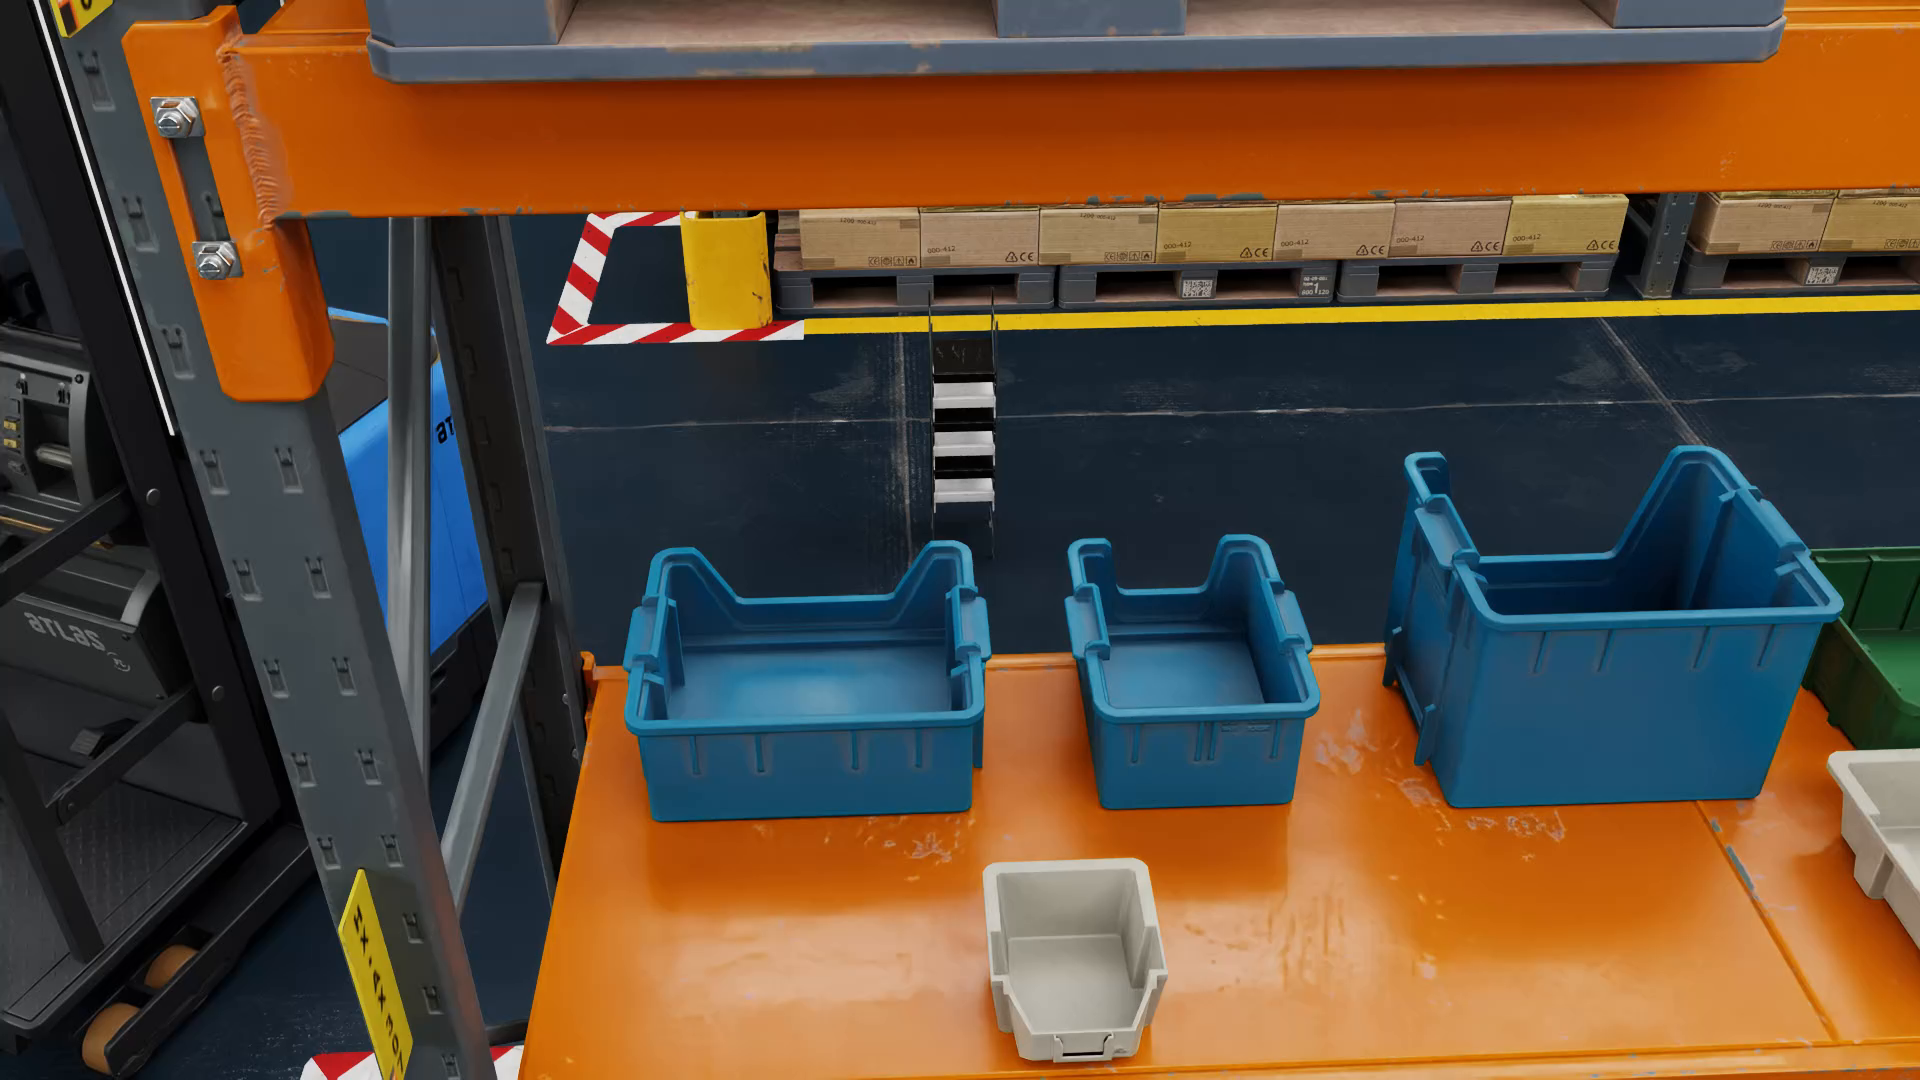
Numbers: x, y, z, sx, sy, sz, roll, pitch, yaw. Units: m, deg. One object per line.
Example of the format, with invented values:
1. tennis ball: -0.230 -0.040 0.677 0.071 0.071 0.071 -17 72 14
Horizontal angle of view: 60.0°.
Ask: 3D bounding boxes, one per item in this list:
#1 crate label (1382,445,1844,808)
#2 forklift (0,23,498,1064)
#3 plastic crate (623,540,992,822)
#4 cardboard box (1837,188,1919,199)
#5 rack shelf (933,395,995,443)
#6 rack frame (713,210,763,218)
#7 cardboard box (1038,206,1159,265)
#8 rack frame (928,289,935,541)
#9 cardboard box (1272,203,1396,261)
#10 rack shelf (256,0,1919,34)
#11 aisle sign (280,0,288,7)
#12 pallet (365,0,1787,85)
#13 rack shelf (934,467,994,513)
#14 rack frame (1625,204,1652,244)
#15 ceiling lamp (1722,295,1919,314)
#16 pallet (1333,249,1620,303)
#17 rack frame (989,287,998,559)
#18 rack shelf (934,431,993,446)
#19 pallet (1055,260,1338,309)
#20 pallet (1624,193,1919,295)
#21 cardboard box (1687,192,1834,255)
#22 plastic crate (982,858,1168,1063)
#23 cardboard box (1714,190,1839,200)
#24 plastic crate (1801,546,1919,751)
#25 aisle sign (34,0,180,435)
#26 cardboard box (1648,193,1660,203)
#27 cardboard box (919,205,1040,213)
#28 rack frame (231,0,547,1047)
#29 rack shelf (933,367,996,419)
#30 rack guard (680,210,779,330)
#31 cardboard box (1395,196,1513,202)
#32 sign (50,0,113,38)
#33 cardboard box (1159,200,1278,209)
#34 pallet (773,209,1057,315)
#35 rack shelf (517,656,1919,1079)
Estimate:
1. crate label: 1.081 0.141 2.879 0.616 0.435 0.502 -2 35 -2
2. forklift: -2.313 -0.246 3.530 1.130 2.935 3.031 13 37 17
3. plastic crate: -0.258 0.237 2.902 0.616 0.251 0.499 -2 35 -2
4. cardboard box: 3.945 -1.717 7.149 0.500 0.311 0.500 -2 35 -3
5. rack shelf: 0.008 -0.417 5.462 0.200 0.077 0.258 -2 35 -2
6. rack frame: -0.975 -2.456 6.664 0.127 3.000 1.000 -2 35 -2
7. cardboard box: 0.570 -1.415 7.206 0.500 0.250 0.500 -2 35 -2
8. rack frame: -0.093 -0.368 5.490 0.006 0.900 0.240 -2 35 -2
9. cardboard box: 1.569 -1.440 7.242 0.500 0.250 0.500 -2 35 -2
10. rack shelf: 1.254 -0.713 1.968 3.809 0.124 0.919 -2 35 -2
11. aisle sign: -0.830 -0.877 2.096 0.004 0.787 0.394 -2 35 -2
12. pallet: 0.087 -0.763 1.747 1.213 0.211 1.003 -2 35 -2
13. rack shelf: 0.008 -0.195 5.616 0.200 0.077 0.258 -2 35 -2
14. rack frame: 3.020 -2.566 6.822 0.053 2.616 0.949 -2 35 -2
15. ceiling lamp: 5.331 -1.069 7.294 4.000 0.001 0.159 -2 35 -2
16. pallet: 2.224 -1.420 7.616 1.213 0.211 1.003 -2 35 -2
17. rack frame: 0.110 -0.373 5.498 0.006 0.900 0.240 -2 35 -2
18. rack shelf: 0.008 -0.360 5.502 0.190 0.026 0.221 -2 35 -2
19. pallet: 1.003 -1.385 7.566 1.213 0.211 1.003 -2 35 -2
20. pallet: 3.755 -1.460 7.674 1.213 0.211 1.003 -2 35 -2
21. cardboard box: 3.435 -1.476 7.294 0.500 0.250 0.500 -2 35 -3
22. plastic crate: 0.165 0.627 2.440 0.250 0.136 0.298 -2 35 -2
23. cardboard box: 3.445 -1.706 7.134 0.500 0.311 0.500 -1 35 -2
24. plastic crate: 1.882 0.215 2.990 0.662 0.188 0.450 -2 35 -2
25. aisle sign: -0.802 -0.541 1.612 0.004 0.787 0.394 -2 35 -2
26. cardboard box: 3.421 -1.782 7.736 0.500 0.250 0.500 -2 35 -3
27. cardboard box: 0.071 -1.709 6.972 0.500 0.500 0.500 -2 35 -2
28. rack frame: -0.744 0.361 2.592 0.053 2.616 0.949 -2 35 -2
29. rack shelf: 0.008 -0.491 5.411 0.200 0.077 0.258 -2 35 -2
30. rack guard: -0.999 -1.428 7.374 0.348 0.500 1.175 -2 35 -2
31. cardboard box: 2.068 -1.771 7.061 0.500 0.500 0.500 -2 35 -2
32. sign: -0.723 -0.565 1.287 0.005 0.325 0.100 -2 35 -2
33. cardboard box: 1.070 -1.734 7.007 0.500 0.500 0.500 -2 35 -2
34. pallet: -0.213 -1.354 7.521 1.213 0.211 1.003 -2 35 -2
35. rack shelf: 1.254 0.521 2.822 3.809 0.124 0.919 -2 35 -2
